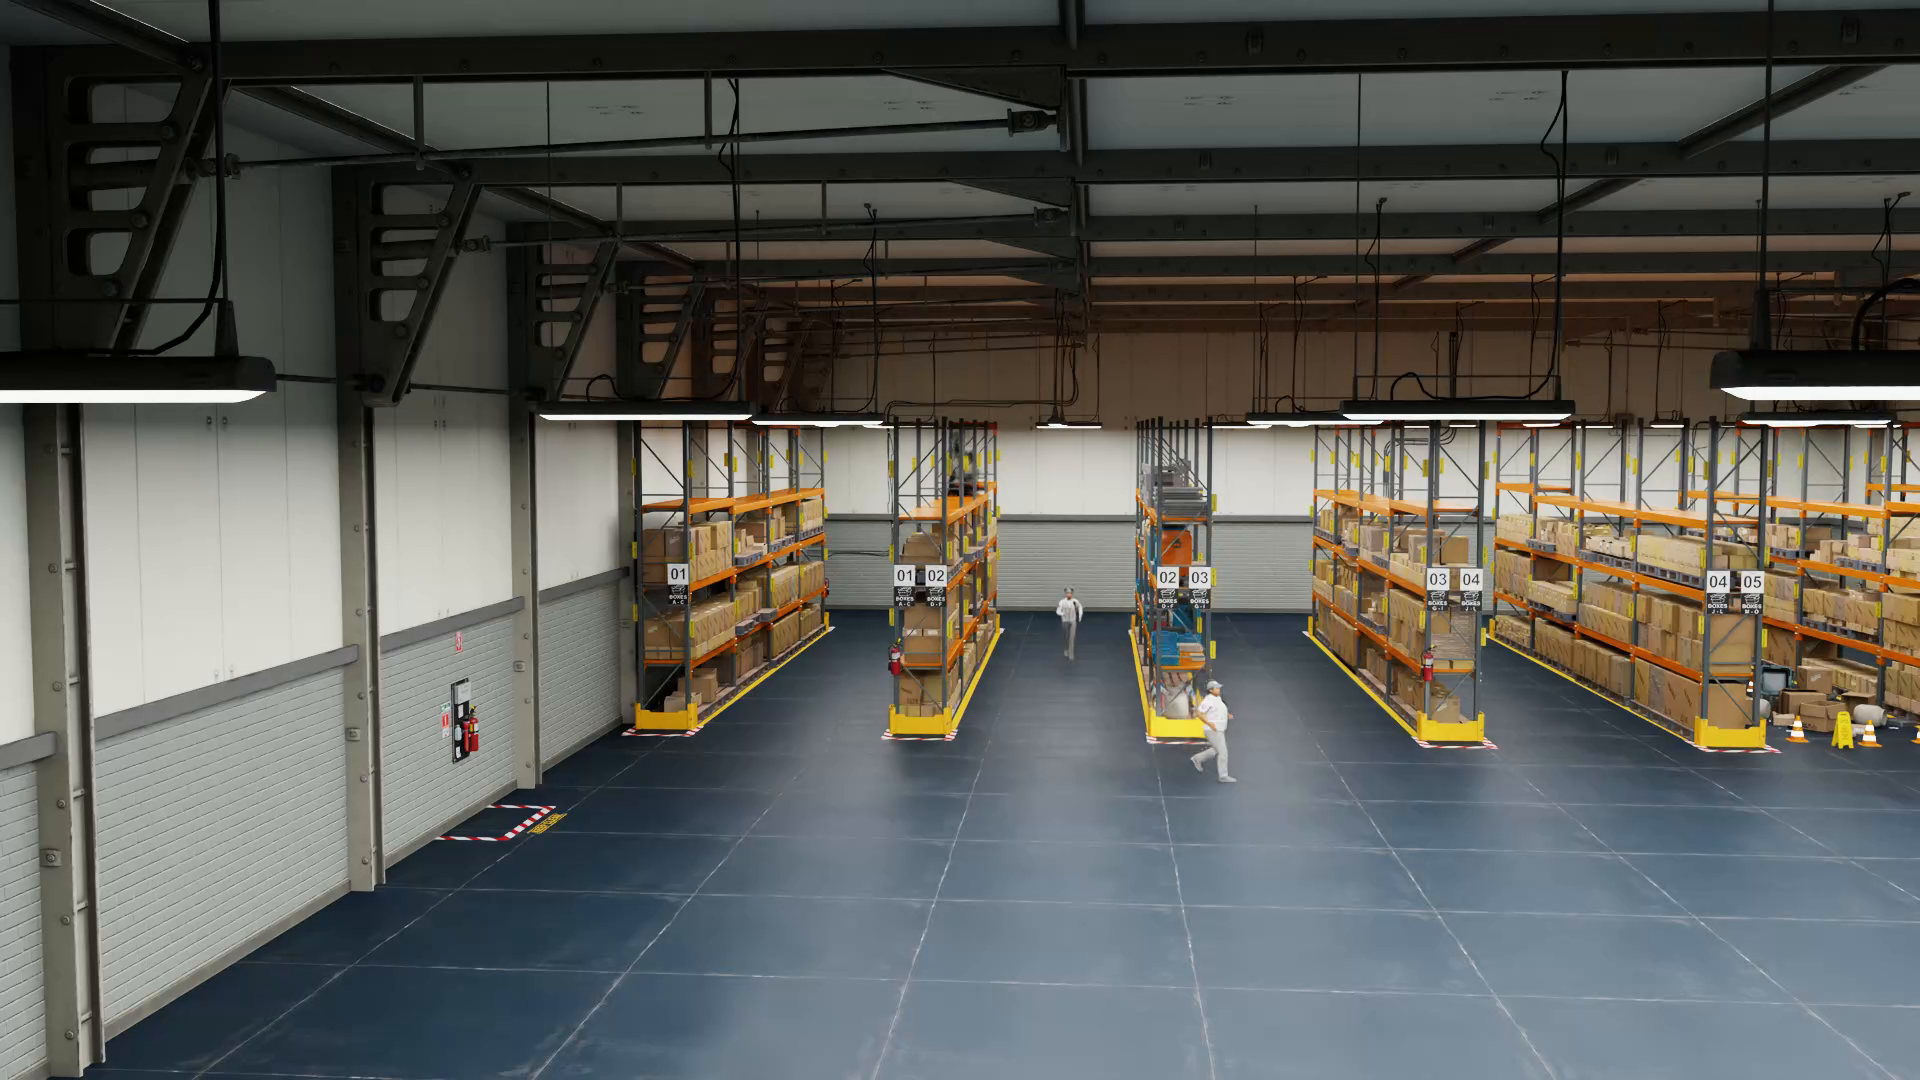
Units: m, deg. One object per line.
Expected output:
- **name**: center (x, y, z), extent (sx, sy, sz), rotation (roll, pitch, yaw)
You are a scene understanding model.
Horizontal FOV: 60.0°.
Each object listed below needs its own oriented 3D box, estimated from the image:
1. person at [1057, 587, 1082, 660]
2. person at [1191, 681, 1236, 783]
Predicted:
- **person**: center (2.627, 1.980, 39.820), extent (0.624, 1.689, 0.912), rotation (0, 4, 2)
- **person**: center (4.157, 3.126, 27.269), extent (0.824, 1.623, 0.620), rotation (2, 4, 30)
